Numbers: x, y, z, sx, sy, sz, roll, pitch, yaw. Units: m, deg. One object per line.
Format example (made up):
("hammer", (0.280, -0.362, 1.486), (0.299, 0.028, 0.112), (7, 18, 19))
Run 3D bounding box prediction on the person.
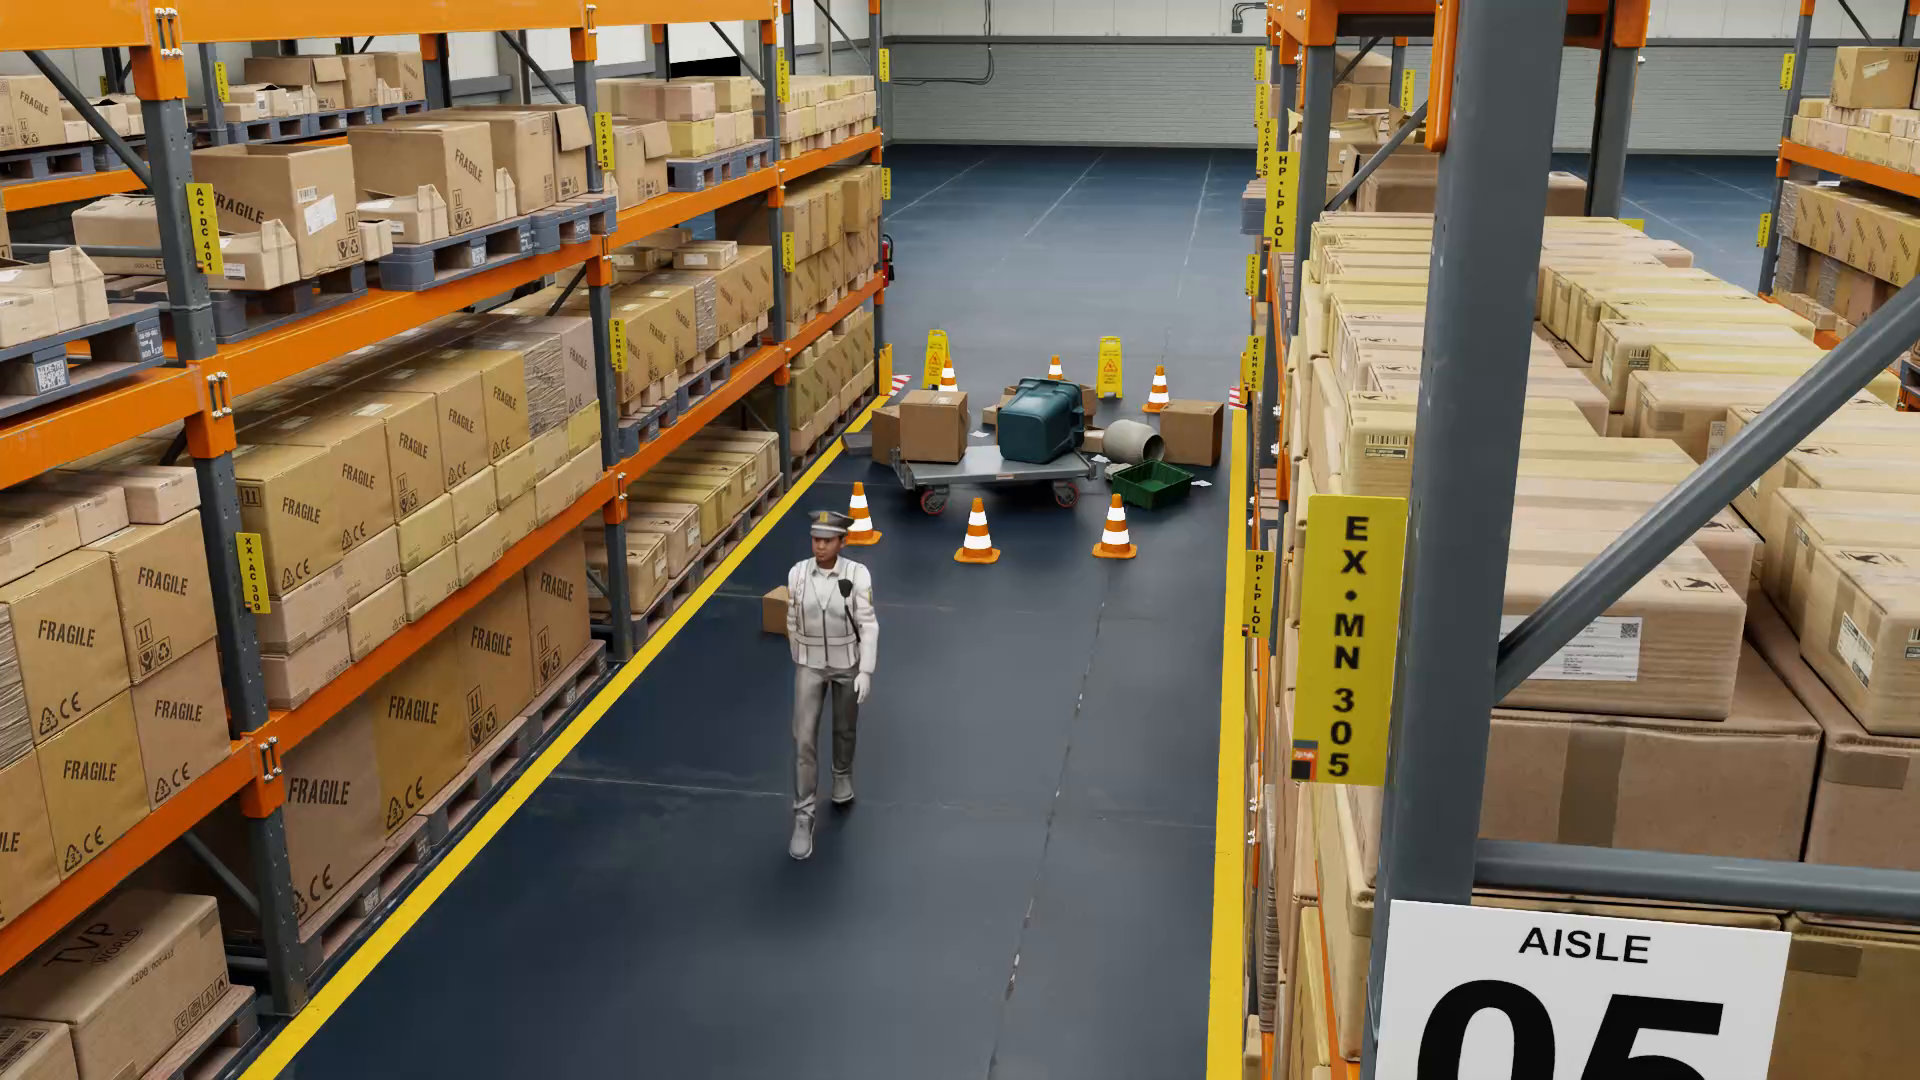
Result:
("person", (-0.654, 0.675, 8.422), (0.488, 1.690, 0.822), (0, 18, 1))
